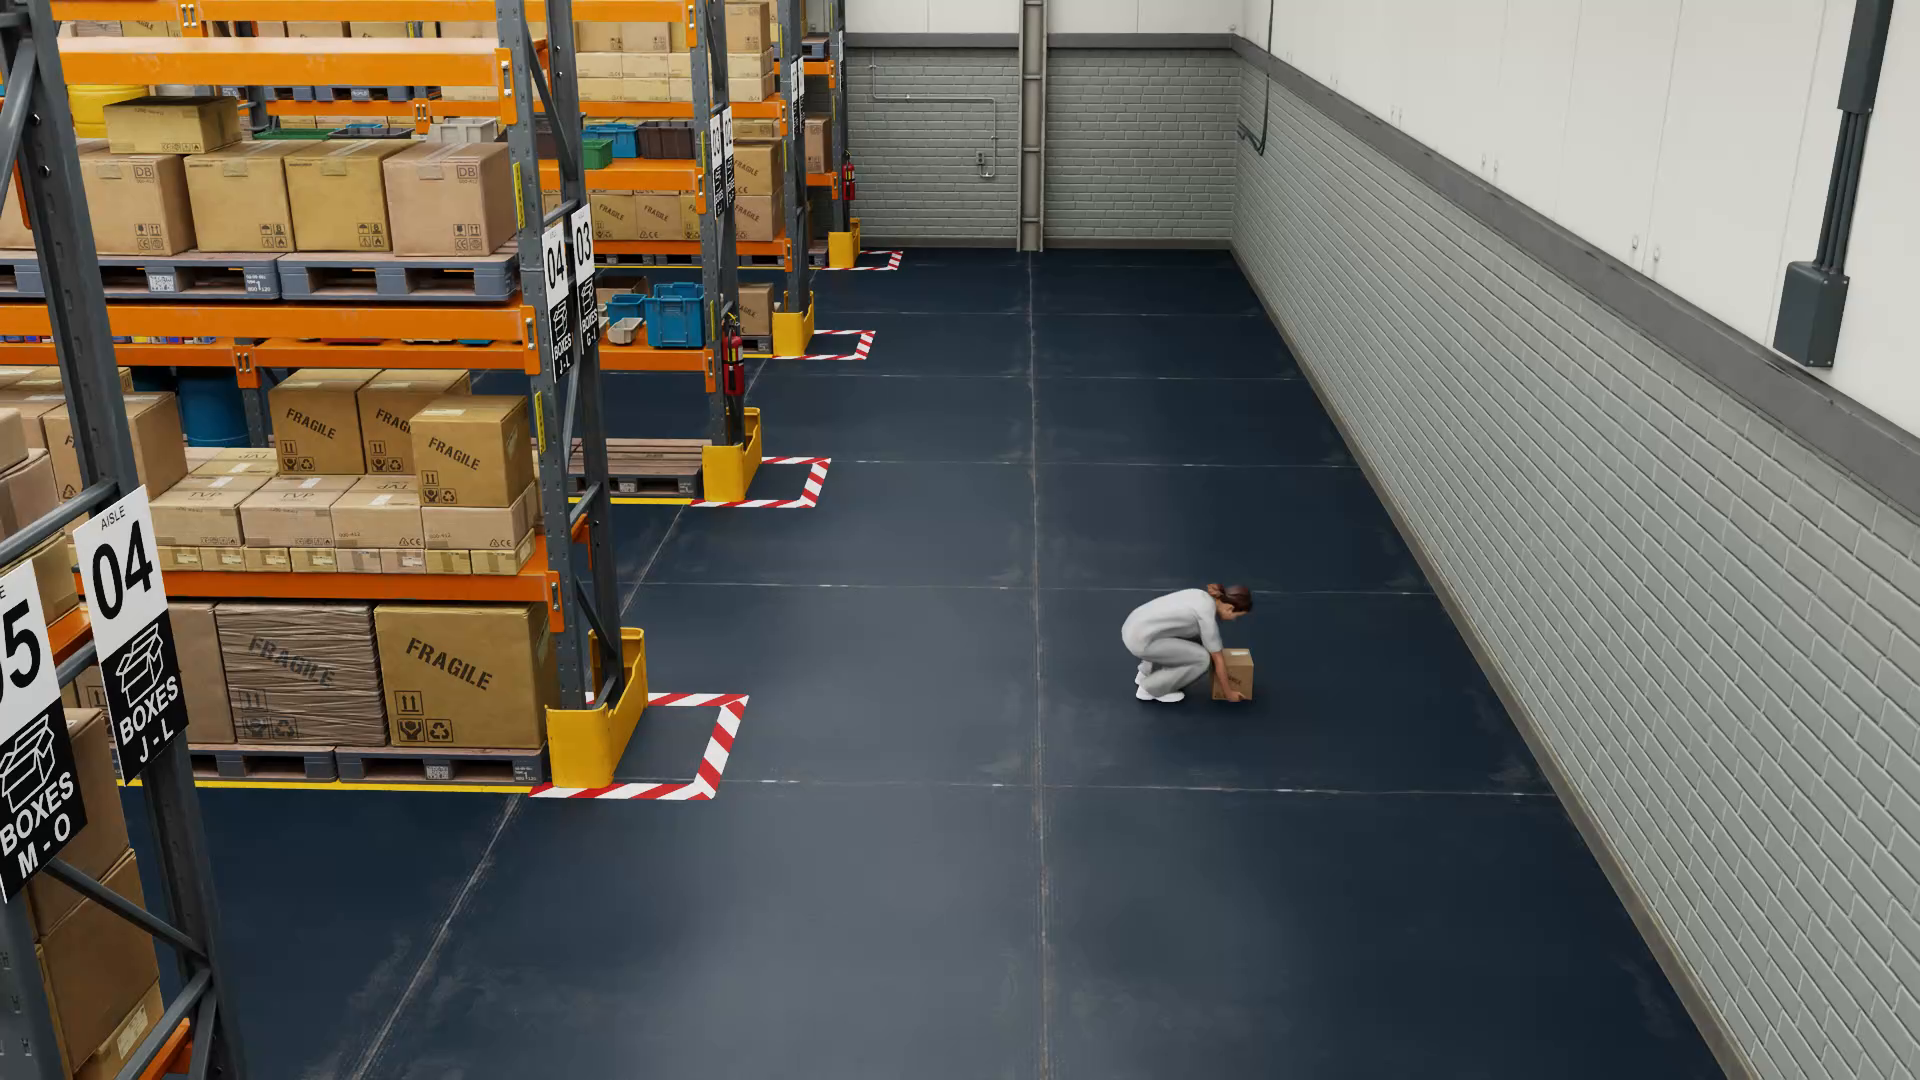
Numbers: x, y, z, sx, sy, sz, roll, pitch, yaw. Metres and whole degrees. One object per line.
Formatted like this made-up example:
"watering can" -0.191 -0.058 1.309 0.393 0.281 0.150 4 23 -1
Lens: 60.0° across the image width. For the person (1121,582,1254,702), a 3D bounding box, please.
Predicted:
"person" 1.459 0.666 10.729 0.837 0.817 0.472 0 21 1
